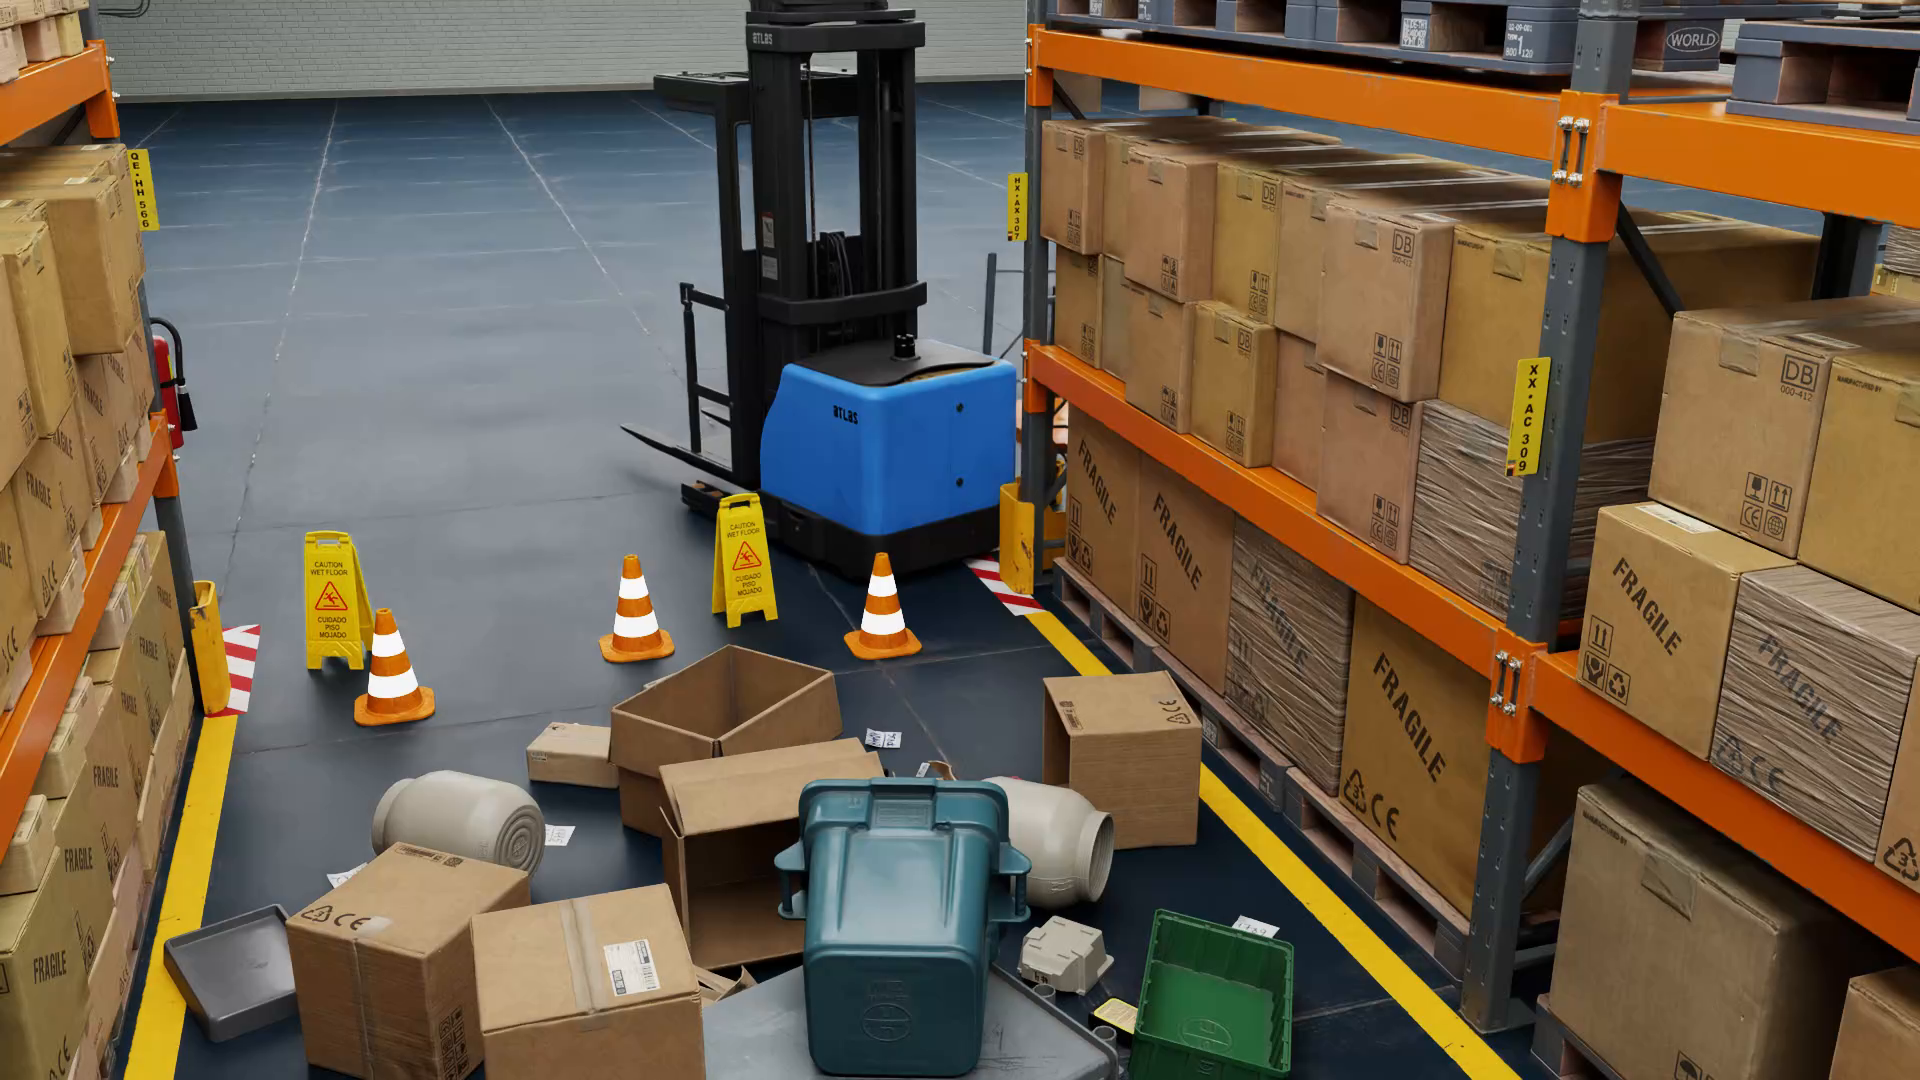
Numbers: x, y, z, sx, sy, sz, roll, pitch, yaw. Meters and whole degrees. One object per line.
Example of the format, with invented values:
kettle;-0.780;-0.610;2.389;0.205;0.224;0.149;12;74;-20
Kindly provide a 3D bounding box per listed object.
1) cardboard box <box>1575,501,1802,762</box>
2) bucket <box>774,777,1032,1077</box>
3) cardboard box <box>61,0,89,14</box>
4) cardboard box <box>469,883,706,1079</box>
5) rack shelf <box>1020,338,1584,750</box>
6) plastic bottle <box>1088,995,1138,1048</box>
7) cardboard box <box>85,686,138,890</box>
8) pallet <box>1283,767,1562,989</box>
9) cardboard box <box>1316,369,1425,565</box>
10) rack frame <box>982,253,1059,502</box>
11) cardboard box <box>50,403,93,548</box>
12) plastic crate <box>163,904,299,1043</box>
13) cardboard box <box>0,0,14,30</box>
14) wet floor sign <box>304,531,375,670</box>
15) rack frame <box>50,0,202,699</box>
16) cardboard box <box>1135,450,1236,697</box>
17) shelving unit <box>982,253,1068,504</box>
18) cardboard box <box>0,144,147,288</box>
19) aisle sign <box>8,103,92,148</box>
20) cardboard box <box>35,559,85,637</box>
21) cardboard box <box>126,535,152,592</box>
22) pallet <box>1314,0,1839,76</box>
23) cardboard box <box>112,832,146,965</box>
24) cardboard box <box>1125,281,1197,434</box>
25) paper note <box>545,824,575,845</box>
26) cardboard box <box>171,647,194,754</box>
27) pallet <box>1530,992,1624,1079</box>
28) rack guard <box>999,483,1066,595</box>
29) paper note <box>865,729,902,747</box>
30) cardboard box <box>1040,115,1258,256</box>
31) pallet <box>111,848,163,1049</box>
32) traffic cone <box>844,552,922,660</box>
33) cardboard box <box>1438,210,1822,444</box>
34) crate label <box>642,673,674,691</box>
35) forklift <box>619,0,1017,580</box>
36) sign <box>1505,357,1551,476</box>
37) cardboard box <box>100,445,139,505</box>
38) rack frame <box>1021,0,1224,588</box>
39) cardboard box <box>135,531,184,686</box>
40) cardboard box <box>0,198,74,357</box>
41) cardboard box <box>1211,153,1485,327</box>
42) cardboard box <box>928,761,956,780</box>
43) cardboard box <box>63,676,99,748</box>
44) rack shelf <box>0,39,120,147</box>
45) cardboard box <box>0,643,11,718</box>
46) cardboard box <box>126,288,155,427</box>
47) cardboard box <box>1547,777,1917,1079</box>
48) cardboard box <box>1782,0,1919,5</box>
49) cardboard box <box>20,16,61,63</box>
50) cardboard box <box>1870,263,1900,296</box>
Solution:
cardboard box;1.975;0.203;4.266;0.500;0.500;0.500;-6;21;-17
bucket;-0.166;1.079;4.568;0.726;0.611;0.620;1;30;2
cardboard box;-3.443;-2.018;5.942;0.500;0.250;0.500;-7;21;-18
cardboard box;-0.922;1.233;4.125;0.500;0.500;0.500;-6;21;-17
rack shelf;1.437;-0.250;6.740;1.077;0.370;4.000;-6;21;-17
plastic bottle;0.546;1.507;5.129;0.283;0.061;0.133;17;26;39
cardboard box;-2.872;0.800;5.090;0.500;0.500;0.500;-5;20;-14
pallet;1.901;1.113;6.006;1.003;0.211;1.213;-6;21;-17
cardboard box;1.744;-0.309;5.617;0.875;0.550;0.550;-6;21;-17
rack frame;0.361;-0.932;9.746;0.500;1.500;0.032;-3;20;-18
cardboard box;-2.979;-0.228;5.025;0.500;0.500;0.500;-6;21;-17
plastic crate;-2.317;1.394;5.416;0.402;0.080;0.583;-15;25;-36
cardboard box;-2.957;-1.529;4.579;0.500;0.250;0.500;-6;21;-17
wet floor sign;-2.903;0.261;7.735;0.267;0.644;0.232;1;20;2
rack frame;-3.859;-0.672;6.851;1.000;3.000;0.127;-6;21;-17
cardboard box;1.362;0.064;7.322;0.875;0.875;0.875;-7;21;-18
shelving unit;0.524;-0.765;9.283;0.587;1.500;1.083;-3;20;-18
cardboard box;-3.492;-1.189;6.223;0.700;0.500;0.500;-7;21;-19
aisle sign;-3.604;-1.947;6.553;0.394;0.787;0.004;-6;21;-17
cardboard box;-2.790;0.183;4.842;0.380;0.149;0.250;-6;21;-17
cardboard box;-3.181;0.106;6.062;0.380;0.149;0.250;-6;21;-16
pallet;1.818;-1.581;5.074;1.003;0.211;1.213;-6;21;-17
cardboard box;-2.879;1.150;5.225;0.500;0.250;0.500;-7;21;-18
cardboard box;1.218;-0.820;7.040;0.875;0.550;0.550;-6;21;-17
paper note;-1.548;1.111;6.296;0.148;0.019;0.142;1;20;2
cardboard box;-3.342;0.663;6.581;0.500;0.250;0.500;-6;21;-17
pallet;2.379;1.605;4.636;1.003;0.211;1.213;-6;21;-17
rack guard;0.800;-0.062;8.850;1.175;0.500;0.348;-6;21;-17
paper note;-0.324;0.838;7.042;0.144;0.017;0.142;1;20;2
cardboard box;0.888;-1.686;7.855;0.875;0.550;0.550;-6;21;-17
pallet;-3.234;1.320;5.430;1.003;0.211;1.213;-6;21;-17
traffic cone;-0.373;0.284;7.940;0.336;0.463;0.334;-6;21;-17
cardboard box;1.982;-0.648;4.964;0.875;0.550;0.550;-6;21;-17
crate label;-1.247;0.694;7.281;0.298;0.136;0.250;17;26;39
forklift;-1.004;-1.598;9.528;1.130;2.935;3.031;-16;25;-37
sign;1.539;-0.332;4.507;0.100;0.325;0.005;-6;21;-17
cardboard box;-3.184;-0.223;5.973;0.380;0.149;0.250;-6;21;-16
rack frame;0.808;-1.231;8.406;1.000;3.000;0.127;-6;21;-17
cardboard box;-3.360;0.300;6.480;0.500;0.500;0.500;-6;21;-17
cardboard box;-3.057;-0.699;4.857;0.700;0.500;0.500;-7;21;-18
cardboard box;1.485;-1.169;6.415;0.875;0.550;0.500;-6;21;-17
cardboard box;-0.223;0.984;6.285;0.396;0.266;0.258;-3;20;-8
cardboard box;-2.764;0.534;4.870;0.380;0.149;0.250;-5;20;-14
rack shelf;-3.231;-1.104;4.679;1.077;0.370;4.000;-6;21;-17
cardboard box;-2.476;0.253;3.686;0.500;0.500;0.500;-6;21;-17
cardboard box;-3.427;-0.715;6.381;0.500;0.500;0.500;-7;21;-18
cardboard box;2.346;1.104;4.613;1.050;0.750;0.750;-6;21;-17
cardboard box;2.018;-1.320;3.647;0.258;0.266;0.396;-7;21;-18
cardboard box;-3.321;-1.716;5.690;0.380;0.149;0.250;-6;21;-16
cardboard box;5.412;-1.490;9.500;0.380;0.149;0.250;-6;21;-17
